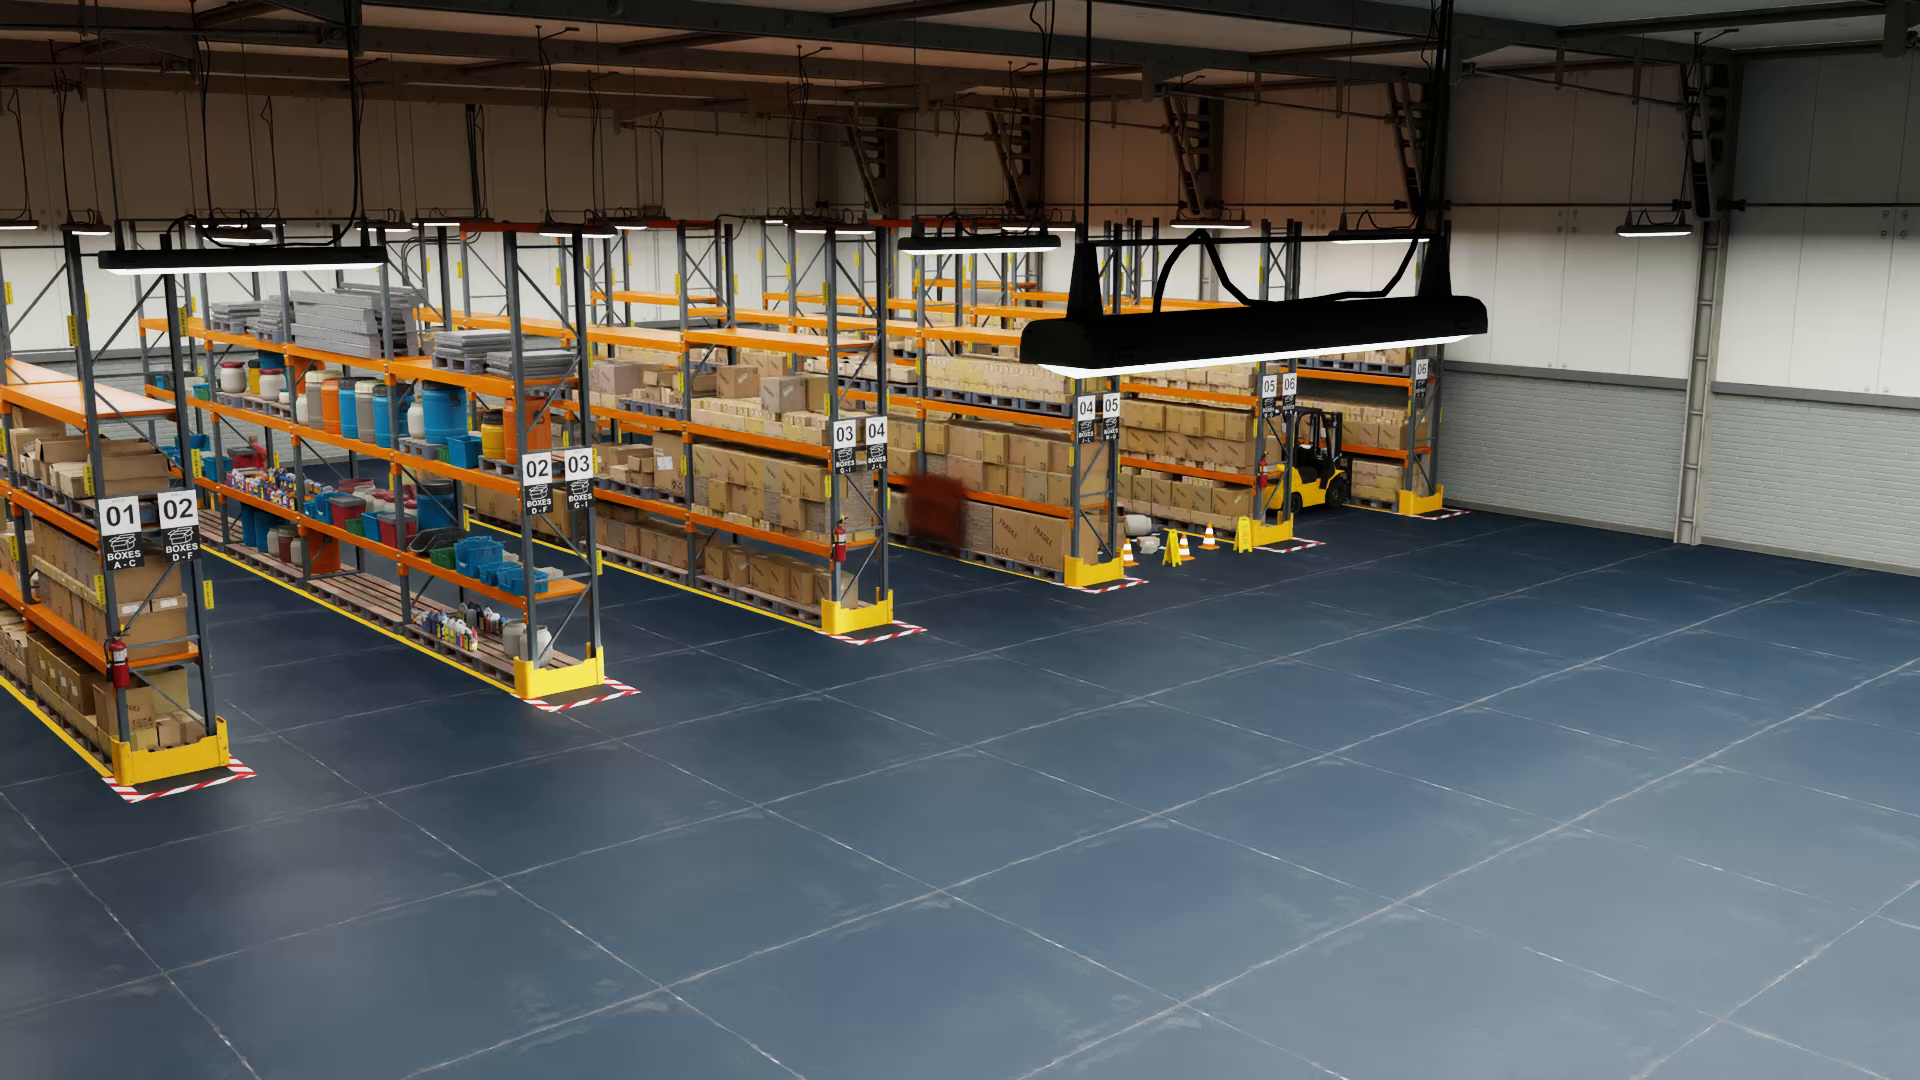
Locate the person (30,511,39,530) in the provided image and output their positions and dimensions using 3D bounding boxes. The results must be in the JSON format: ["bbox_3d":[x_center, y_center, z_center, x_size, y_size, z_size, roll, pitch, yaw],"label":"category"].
[{"bbox_3d":[-15.595,-0.128,28.310,0.434,1.605,1.060,-9,15,-38],"label":"person"}]

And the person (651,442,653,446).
[{"bbox_3d":[-7.744,-3.079,42.801,0.513,1.706,1.054,11,16,43],"label":"person"}]

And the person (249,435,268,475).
[{"bbox_3d":[-14.322,-1.274,33.827,0.575,1.726,0.505,2,12,8],"label":"person"}]

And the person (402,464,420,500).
[{"bbox_3d":[-10.931,-1.067,32.959,0.490,1.668,0.508,-3,12,-15],"label":"person"}]
